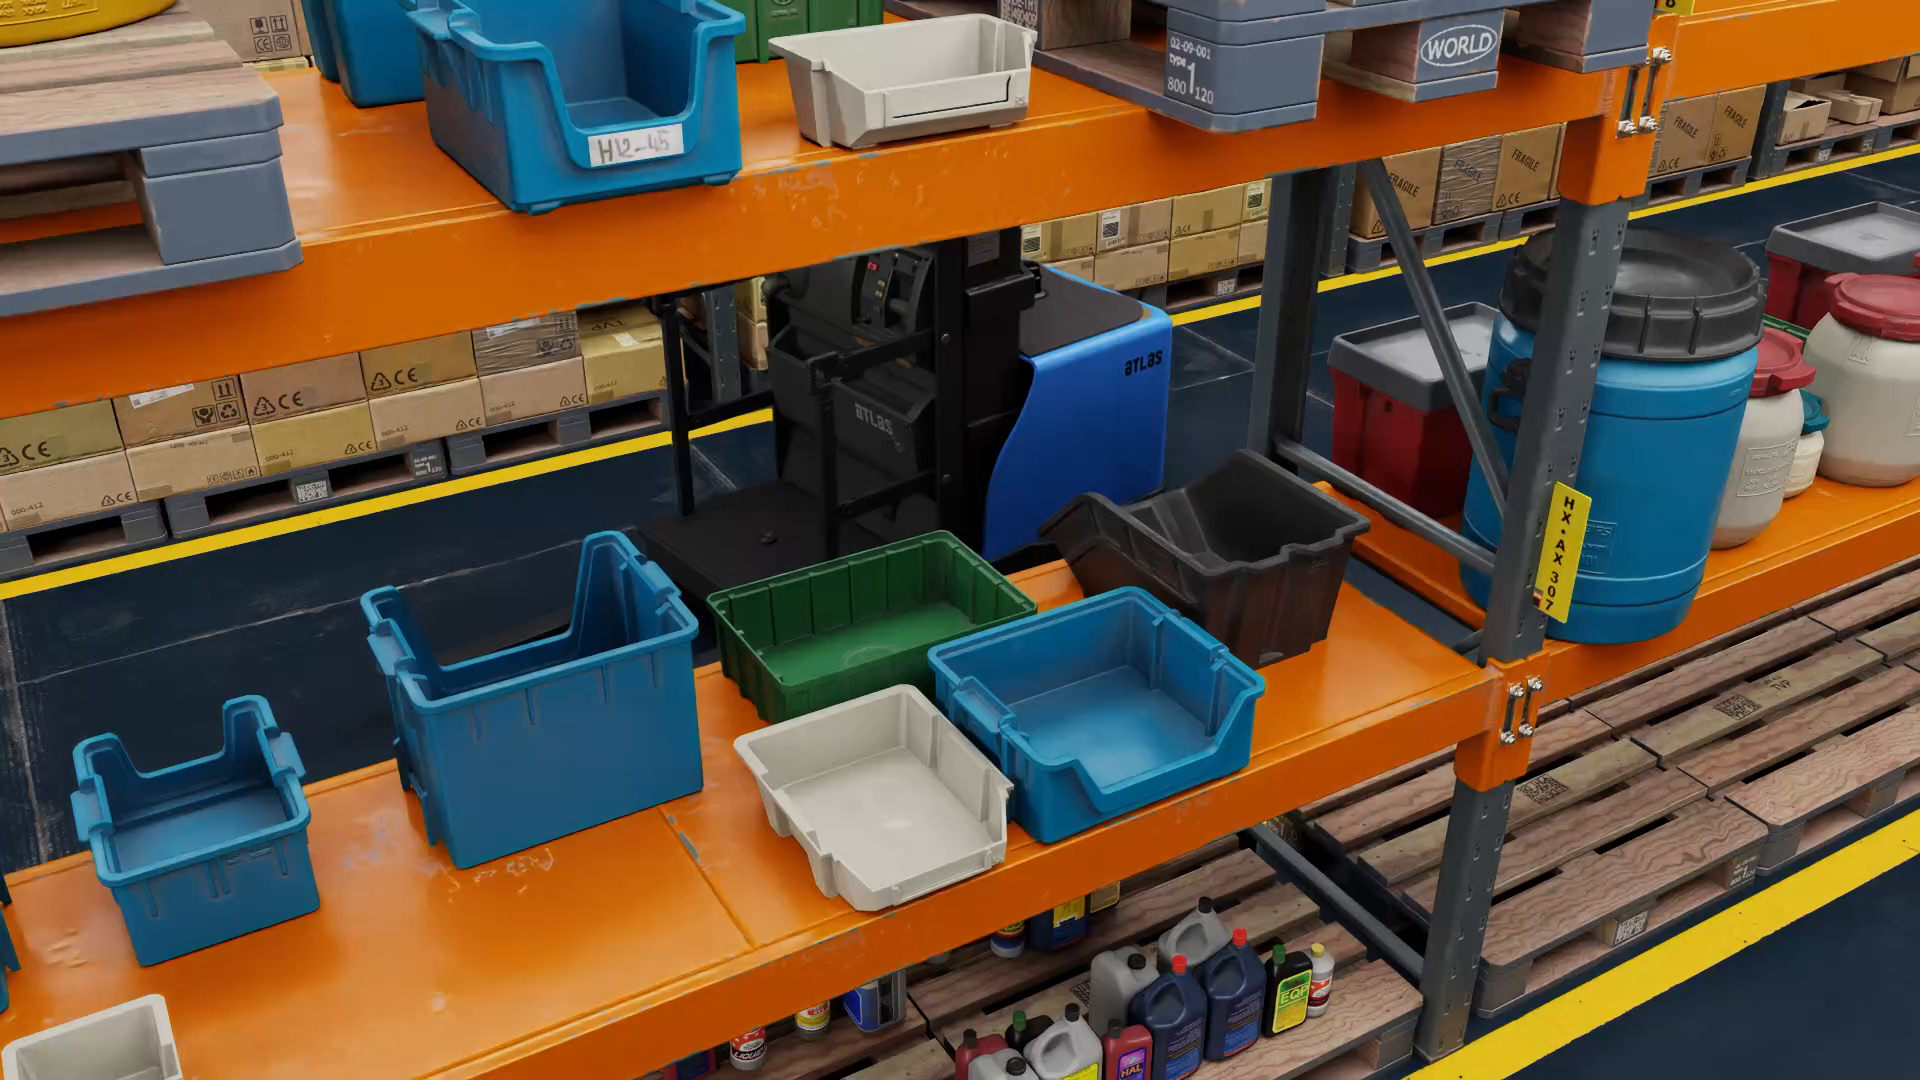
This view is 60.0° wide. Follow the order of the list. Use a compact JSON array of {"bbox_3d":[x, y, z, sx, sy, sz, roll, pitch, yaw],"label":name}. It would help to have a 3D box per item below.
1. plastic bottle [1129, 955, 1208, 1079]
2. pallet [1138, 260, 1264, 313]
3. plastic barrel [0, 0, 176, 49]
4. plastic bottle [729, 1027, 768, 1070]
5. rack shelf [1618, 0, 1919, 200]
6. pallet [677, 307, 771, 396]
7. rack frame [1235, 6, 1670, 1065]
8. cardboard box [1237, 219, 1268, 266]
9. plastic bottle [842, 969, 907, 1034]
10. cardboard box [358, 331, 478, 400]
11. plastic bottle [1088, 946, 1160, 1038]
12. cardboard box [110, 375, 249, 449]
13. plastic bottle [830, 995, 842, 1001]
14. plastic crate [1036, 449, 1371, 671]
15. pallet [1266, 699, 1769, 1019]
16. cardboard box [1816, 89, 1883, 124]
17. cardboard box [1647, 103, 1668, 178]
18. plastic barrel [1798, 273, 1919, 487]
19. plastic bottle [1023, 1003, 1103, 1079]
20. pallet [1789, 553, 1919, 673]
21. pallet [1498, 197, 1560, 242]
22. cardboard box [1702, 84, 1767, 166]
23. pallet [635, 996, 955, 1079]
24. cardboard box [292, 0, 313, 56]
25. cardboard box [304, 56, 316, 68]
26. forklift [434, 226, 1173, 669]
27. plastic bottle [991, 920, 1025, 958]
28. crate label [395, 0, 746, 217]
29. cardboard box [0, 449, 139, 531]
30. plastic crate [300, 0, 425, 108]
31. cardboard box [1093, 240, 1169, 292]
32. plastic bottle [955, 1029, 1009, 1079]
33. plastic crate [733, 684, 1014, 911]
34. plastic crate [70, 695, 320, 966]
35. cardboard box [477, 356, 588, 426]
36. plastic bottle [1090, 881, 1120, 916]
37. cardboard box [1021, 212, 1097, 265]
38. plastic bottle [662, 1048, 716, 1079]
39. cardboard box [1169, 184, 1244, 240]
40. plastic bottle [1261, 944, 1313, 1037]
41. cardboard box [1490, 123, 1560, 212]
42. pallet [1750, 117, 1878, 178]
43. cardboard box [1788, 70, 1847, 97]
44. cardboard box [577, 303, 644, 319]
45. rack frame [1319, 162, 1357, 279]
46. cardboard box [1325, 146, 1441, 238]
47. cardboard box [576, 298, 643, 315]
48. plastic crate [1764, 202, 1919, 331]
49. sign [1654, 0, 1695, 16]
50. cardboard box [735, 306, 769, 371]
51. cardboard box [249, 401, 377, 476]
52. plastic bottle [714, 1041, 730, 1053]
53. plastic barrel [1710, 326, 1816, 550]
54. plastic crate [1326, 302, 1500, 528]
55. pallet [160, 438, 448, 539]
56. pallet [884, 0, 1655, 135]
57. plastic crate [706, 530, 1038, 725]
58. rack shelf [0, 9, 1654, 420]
[{"bbox_3d":[0.531,1.211,4.237,0.185,0.351,0.144,-18,33,-29],"label":"plastic bottle"},{"bbox_3d":[1.318,-1.718,10.144,1.213,0.211,1.003,-16,33,-26],"label":"pallet"},{"bbox_3d":[-1.425,-1.013,2.247,0.600,0.588,0.600,0,29,0],"label":"plastic barrel"},{"bbox_3d":[-0.552,1.262,4.299,0.097,0.201,0.097,0,29,0],"label":"plastic bottle"},{"bbox_3d":[2.830,-1.568,4.627,4.000,0.370,1.077,-16,33,-26],"label":"rack shelf"},{"bbox_3d":[-0.786,-1.121,9.062,1.213,0.211,1.003,-16,33,-26],"label":"pallet"},{"bbox_3d":[1.105,-0.080,4.291,0.127,3.000,1.000,-16,33,-26],"label":"rack frame"},{"bbox_3d":[1.718,-1.873,9.951,0.500,0.250,0.500,-15,32,-25],"label":"cardboard box"},{"bbox_3d":[-0.233,1.150,4.425,0.135,0.276,0.152,-16,33,-26],"label":"plastic bottle"},{"bbox_3d":[-2.556,-1.007,7.605,0.500,0.500,0.500,-16,33,-26],"label":"cardboard box"},{"bbox_3d":[0.434,1.189,4.355,0.135,0.276,0.152,-16,33,-26],"label":"plastic bottle"},{"bbox_3d":[-3.420,-0.763,7.164,0.500,0.500,0.500,-16,33,-26],"label":"cardboard box"},{"bbox_3d":[-0.330,1.062,4.508,0.185,0.351,0.144,-16,33,-27],"label":"plastic bottle"},{"bbox_3d":[0.589,0.022,4.170,0.504,0.338,0.767,-16,33,-26],"label":"plastic crate"},{"bbox_3d":[1.763,0.932,5.343,1.213,0.211,1.003,-16,33,-26],"label":"pallet"},{"bbox_3d":[6.709,-3.284,12.573,0.250,0.166,0.380,-16,33,-26],"label":"cardboard box"},{"bbox_3d":[4.353,-2.721,11.208,0.500,0.500,0.500,-15,32,-26],"label":"cardboard box"},{"bbox_3d":[2.674,-0.462,4.843,0.433,0.535,0.433,0,29,0],"label":"plastic barrel"},{"bbox_3d":[0.252,1.291,4.093,0.185,0.351,0.144,-16,33,-27],"label":"plastic bottle"},{"bbox_3d":[3.866,0.335,6.425,1.213,0.211,1.003,-16,33,-26],"label":"pallet"},{"bbox_3d":[3.761,-2.367,11.320,1.213,0.211,1.003,-16,33,-26],"label":"pallet"},{"bbox_3d":[5.216,-2.961,11.643,0.500,0.500,0.500,-16,33,-27],"label":"cardboard box"},{"bbox_3d":[-0.548,1.588,4.154,1.213,0.211,1.003,-16,33,-26],"label":"pallet"},{"bbox_3d":[-2.648,-2.399,7.046,0.500,0.500,0.700,-16,33,-26],"label":"cardboard box"},{"bbox_3d":[-2.622,-2.007,7.007,0.250,0.149,0.380,-15,32,-25],"label":"cardboard box"},{"bbox_3d":[-0.578,-0.973,5.981,3.031,2.935,1.130,-22,36,-34],"label":"forklift"},{"bbox_3d":[0.135,1.032,4.644,0.097,0.271,0.097,0,29,0],"label":"plastic bottle"},{"bbox_3d":[-0.562,-0.670,2.409,0.408,0.251,0.502,-16,33,-26],"label":"crate label"},{"bbox_3d":[-3.845,-0.308,7.115,0.500,0.250,0.500,-16,33,-26],"label":"cardboard box"},{"bbox_3d":[-0.852,-1.000,2.869,0.575,0.384,0.392,-16,33,-26],"label":"plastic crate"},{"bbox_3d":[0.840,-1.624,9.499,0.500,0.250,0.500,-15,32,-25],"label":"cardboard box"},{"bbox_3d":[0.055,1.314,4.121,0.133,0.283,0.061,-16,33,-26],"label":"plastic bottle"},{"bbox_3d":[-0.166,0.538,3.443,0.437,0.136,0.530,-16,33,-26],"label":"plastic crate"},{"bbox_3d":[-1.501,0.560,3.284,0.408,0.251,0.499,-16,33,-26],"label":"plastic crate"},{"bbox_3d":[-2.126,-0.802,8.010,0.500,0.250,0.500,-16,33,-26],"label":"cardboard box"},{"bbox_3d":[0.398,0.946,4.787,0.133,0.283,0.061,-16,33,-26],"label":"plastic bottle"},{"bbox_3d":[0.406,-1.745,9.137,0.500,0.311,0.500,-15,32,-25],"label":"cardboard box"},{"bbox_3d":[-0.697,1.257,4.223,0.133,0.283,0.061,-16,33,-26],"label":"plastic bottle"},{"bbox_3d":[1.276,-1.989,9.580,0.500,0.311,0.500,-16,33,-27],"label":"cardboard box"},{"bbox_3d":[0.858,1.171,4.379,0.133,0.283,0.061,-14,32,-24],"label":"plastic bottle"},{"bbox_3d":[3.468,-2.466,10.745,0.500,0.500,0.500,-16,33,-27],"label":"cardboard box"},{"bbox_3d":[6.089,-3.050,12.558,1.213,0.211,1.003,-16,33,-26],"label":"pallet"},{"bbox_3d":[6.490,-3.560,12.923,0.500,0.311,0.500,-16,33,-26],"label":"cardboard box"},{"bbox_3d":[-1.954,-1.138,8.618,0.500,0.250,0.500,-16,33,-26],"label":"cardboard box"},{"bbox_3d":[2.048,-3.124,9.806,0.127,3.000,1.000,-16,33,-26],"label":"rack frame"},{"bbox_3d":[2.585,-2.214,10.290,0.500,0.500,0.500,-14,32,-24],"label":"cardboard box"},{"bbox_3d":[-1.959,-1.470,8.444,0.500,0.500,0.500,-16,33,-26],"label":"cardboard box"},{"bbox_3d":[3.006,-0.819,5.564,0.583,0.464,0.402,-16,33,-26],"label":"plastic crate"},{"bbox_3d":[1.374,-1.166,3.144,0.005,0.325,0.100,-16,33,-26],"label":"sign"},{"bbox_3d":[-0.928,-1.120,8.587,0.500,0.250,0.500,-17,33,-27],"label":"cardboard box"},{"bbox_3d":[-2.981,-0.551,7.555,0.500,0.250,0.500,-16,33,-26],"label":"cardboard box"},{"bbox_3d":[-0.631,1.182,4.367,0.135,0.276,0.152,-17,33,-28],"label":"plastic bottle"},{"bbox_3d":[2.041,-0.283,4.517,0.433,0.535,0.433,0,29,0],"label":"plastic barrel"},{"bbox_3d":[1.368,-0.354,4.721,0.583,0.464,0.402,-16,33,-26],"label":"plastic crate"},{"bbox_3d":[-3.161,-0.446,7.840,1.213,0.211,1.003,-16,33,-26],"label":"pallet"},{"bbox_3d":[0.533,-1.094,3.218,1.003,0.211,1.213,-16,33,-26],"label":"pallet"},{"bbox_3d":[-0.208,0.227,3.953,0.662,0.188,0.450,-16,33,-26],"label":"plastic crate"},{"bbox_3d":[-0.619,-0.589,2.853,4.000,0.370,1.077,-16,33,-26],"label":"rack shelf"}]
